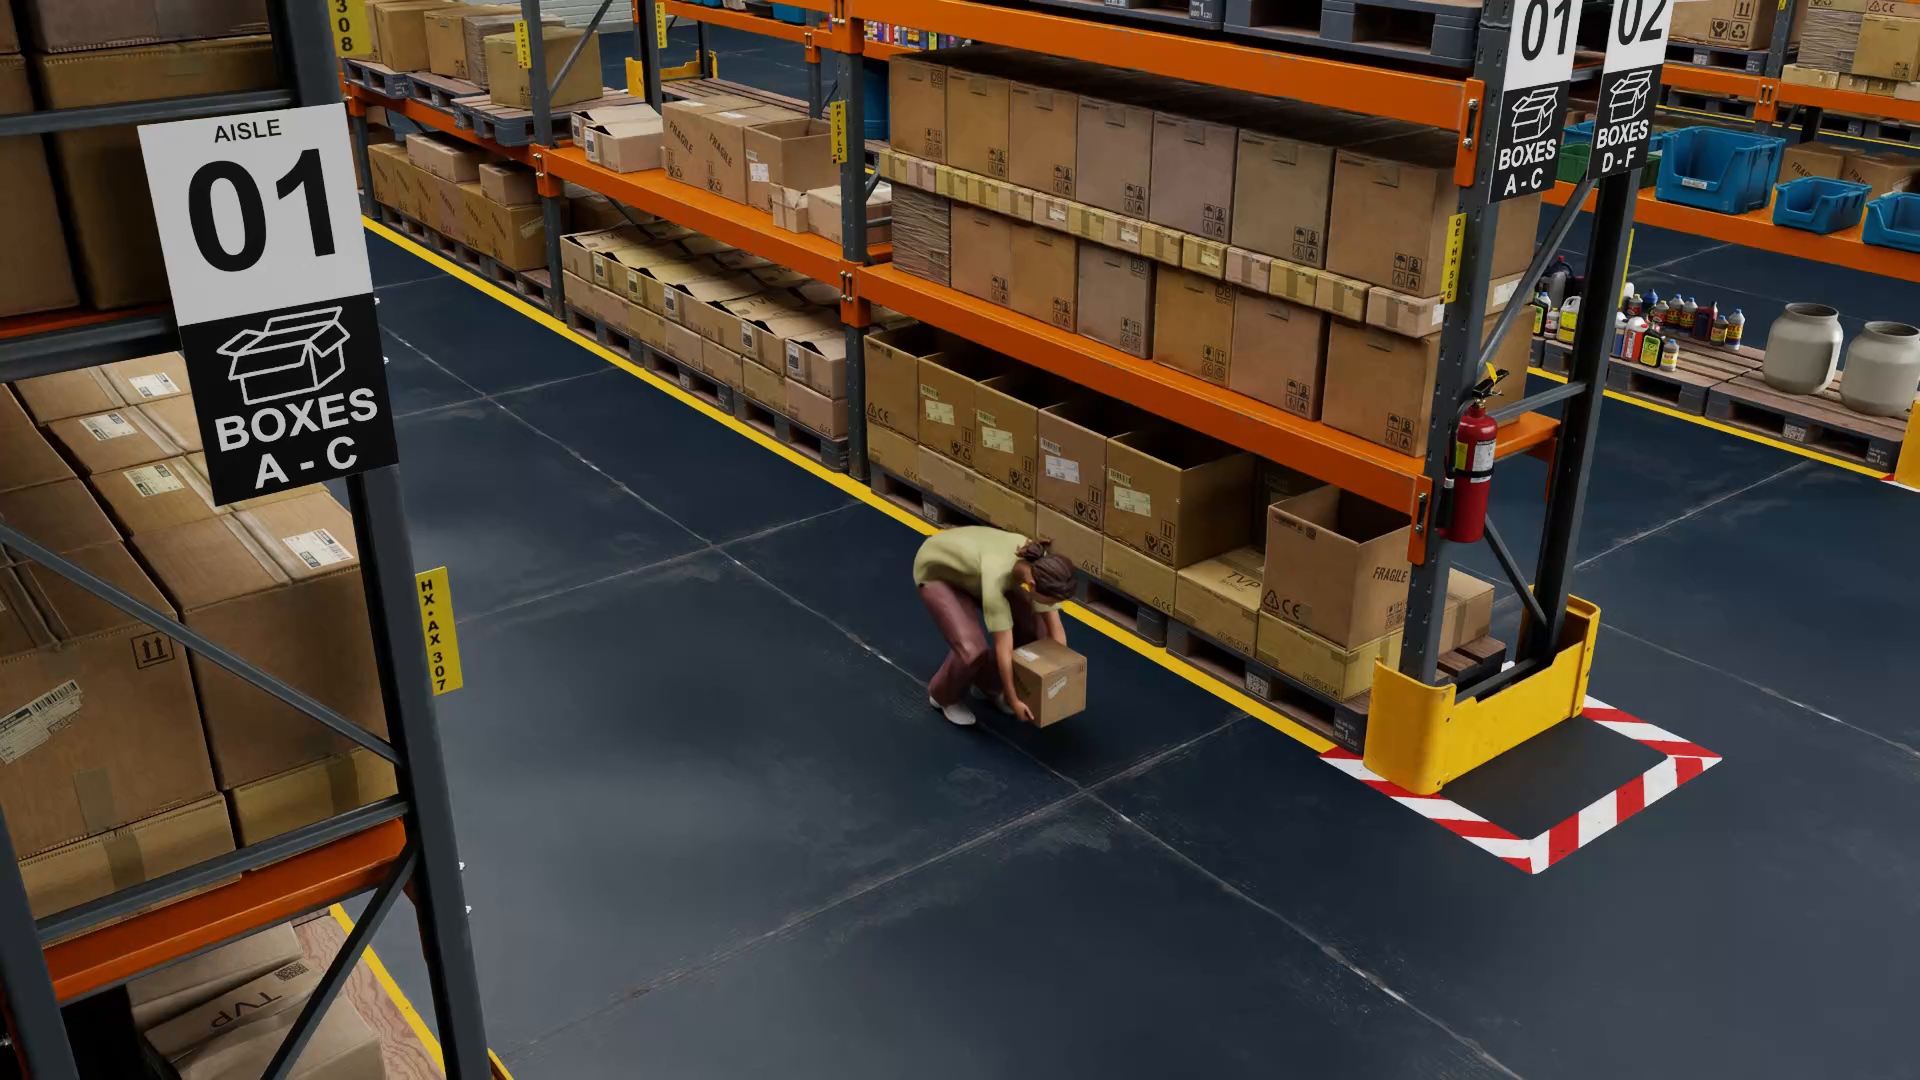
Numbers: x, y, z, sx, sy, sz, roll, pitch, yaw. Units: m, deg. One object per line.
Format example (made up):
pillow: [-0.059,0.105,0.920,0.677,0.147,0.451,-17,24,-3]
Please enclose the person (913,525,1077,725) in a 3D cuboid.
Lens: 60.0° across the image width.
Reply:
person: [0.156,0.364,7.155,0.465,0.945,0.860,-20,31,-36]
